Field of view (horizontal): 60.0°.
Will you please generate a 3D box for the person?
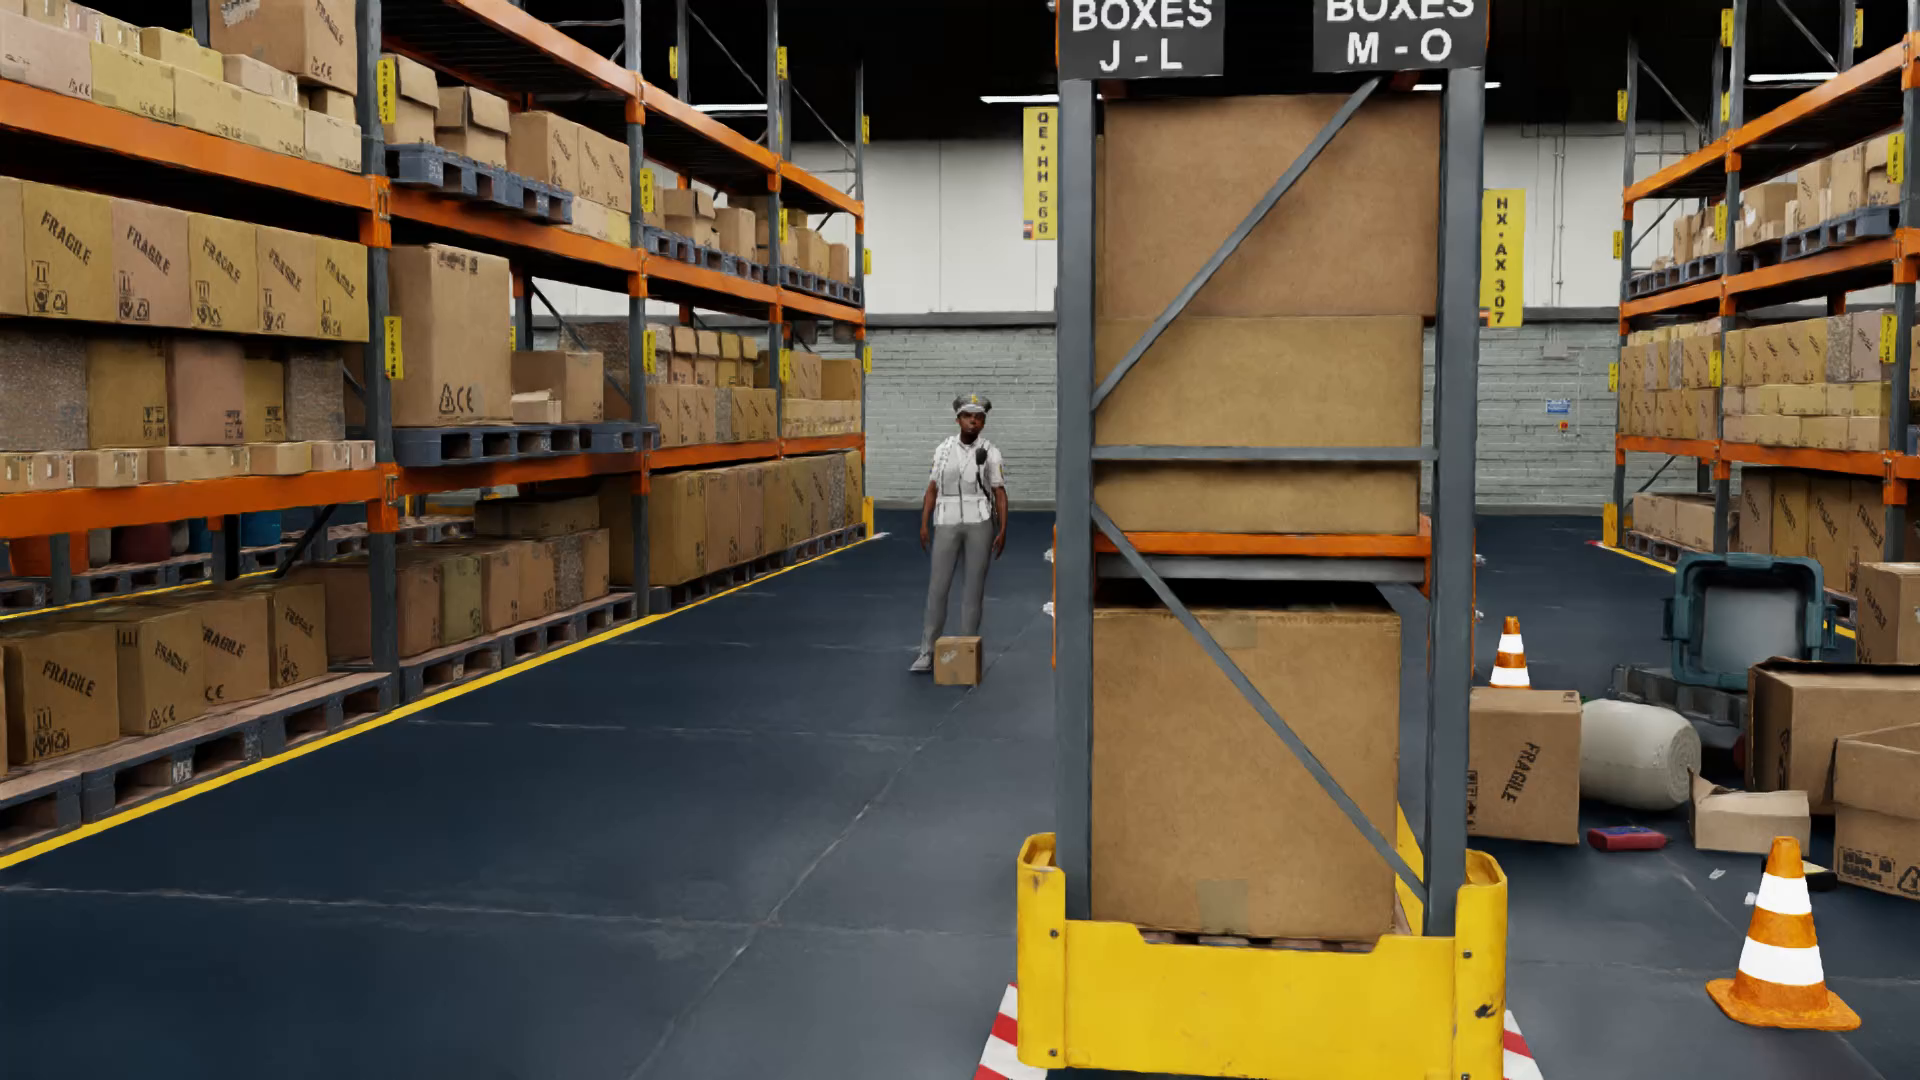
[{"bbox_3d":[0.003,-0.055,10.249,0.572,1.695,0.531,1,5,7],"label":"person"}]
